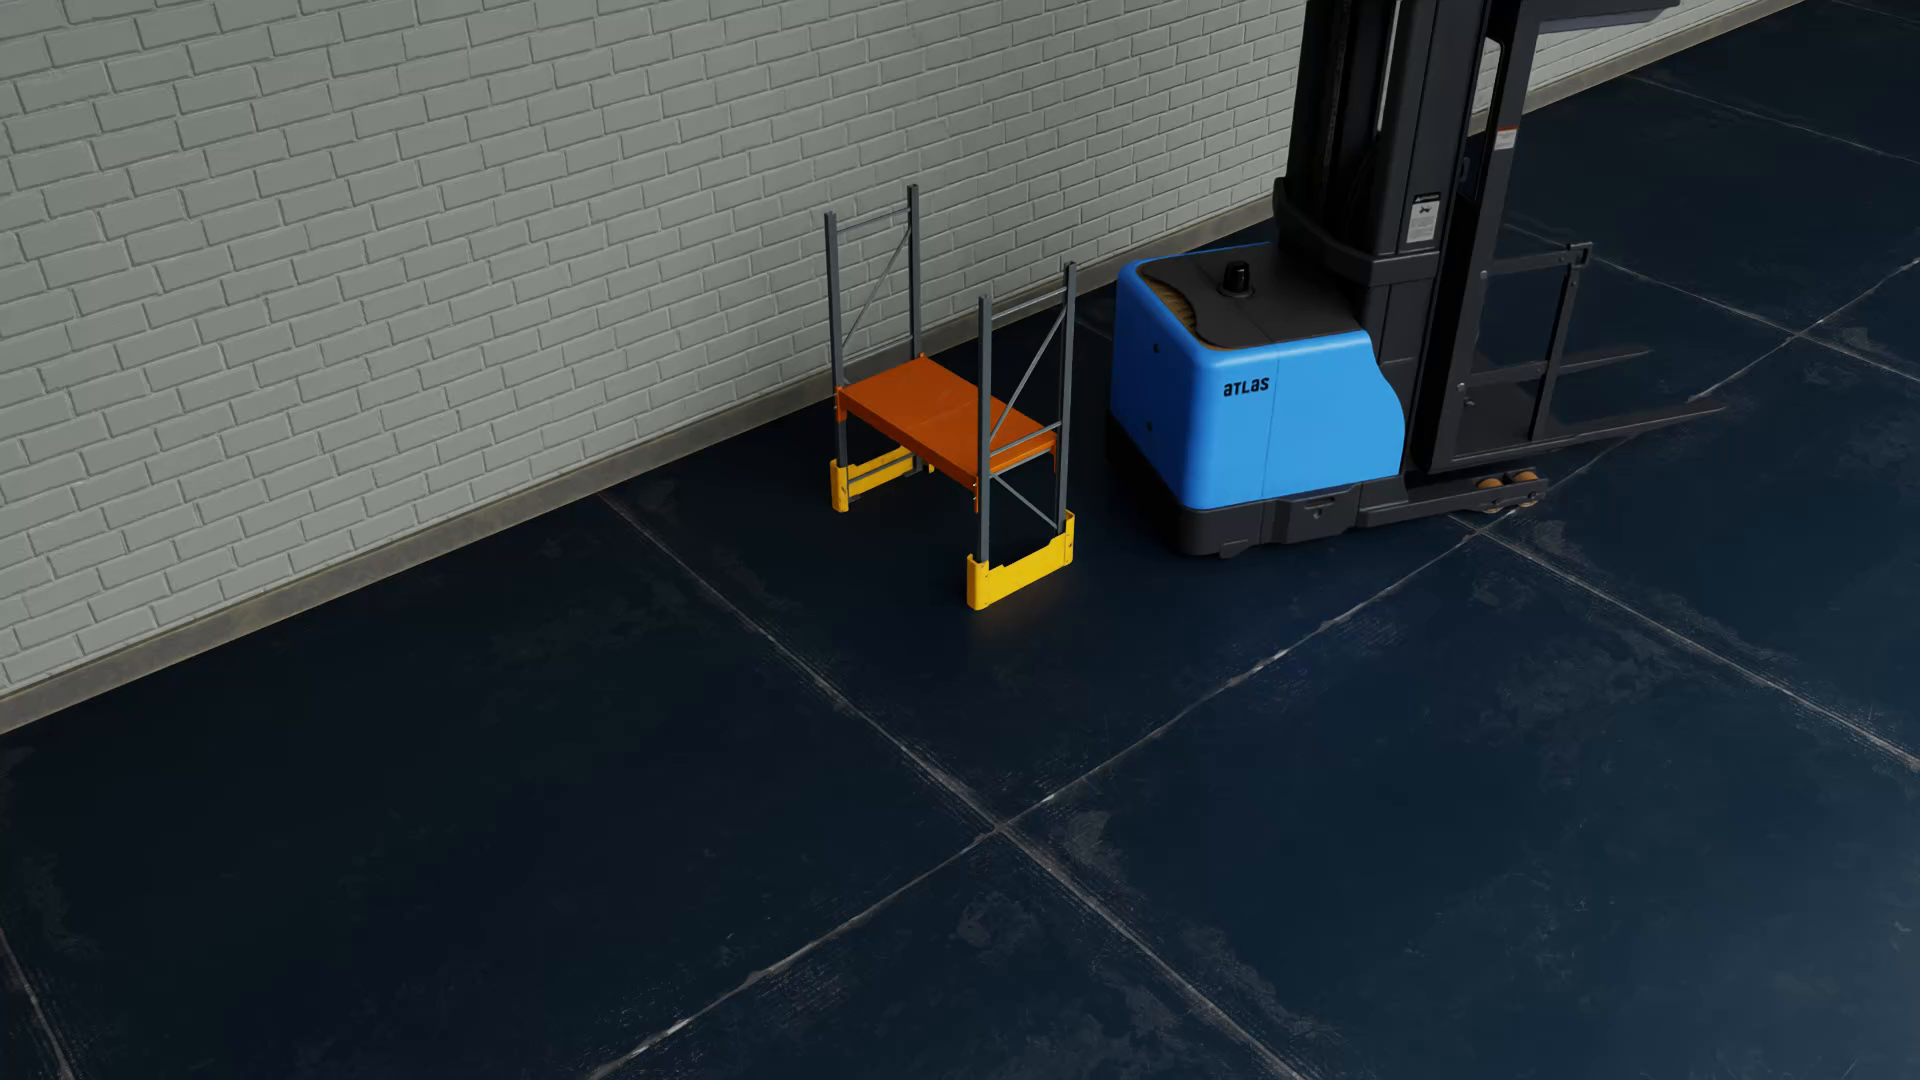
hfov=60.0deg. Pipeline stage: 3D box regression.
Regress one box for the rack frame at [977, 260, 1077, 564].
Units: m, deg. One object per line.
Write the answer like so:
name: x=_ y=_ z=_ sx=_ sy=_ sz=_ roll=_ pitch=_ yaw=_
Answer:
rack frame: x=0.273 y=-0.425 z=7.053 sx=0.500 sy=1.500 sz=0.032 roll=-26 pitch=43 yaw=-32

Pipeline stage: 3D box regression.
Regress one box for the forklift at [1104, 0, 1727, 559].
forklift: x=2.292 y=-1.602 z=7.476 sx=3.031 sy=2.935 sz=1.130 roll=-10 pitch=37 yaw=-14

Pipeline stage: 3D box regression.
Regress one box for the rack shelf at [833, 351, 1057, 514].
rack shelf: x=-0.055 y=-0.503 z=7.474 sx=0.538 sy=0.185 sz=1.000 roll=-26 pitch=43 yaw=-32

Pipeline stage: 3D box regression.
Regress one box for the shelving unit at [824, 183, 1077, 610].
shelving unit: x=-0.049 y=-0.646 z=7.364 sx=0.587 sy=1.500 sz=1.083 roll=-26 pitch=43 yaw=-32

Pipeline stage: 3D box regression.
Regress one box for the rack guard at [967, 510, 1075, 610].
rack guard: x=0.272 y=0.084 z=7.415 sx=0.587 sy=0.250 sz=0.087 roll=-26 pitch=43 yaw=-32

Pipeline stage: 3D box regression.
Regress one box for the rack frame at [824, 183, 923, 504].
rack frame: x=-0.383 y=-0.874 z=7.687 sx=0.500 sy=1.500 sz=0.032 roll=-26 pitch=43 yaw=-32

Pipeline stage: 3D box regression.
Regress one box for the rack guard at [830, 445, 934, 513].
rack guard: x=-0.371 y=-0.356 z=8.036 sx=0.587 sy=0.250 sz=0.087 roll=-26 pitch=43 yaw=-32
